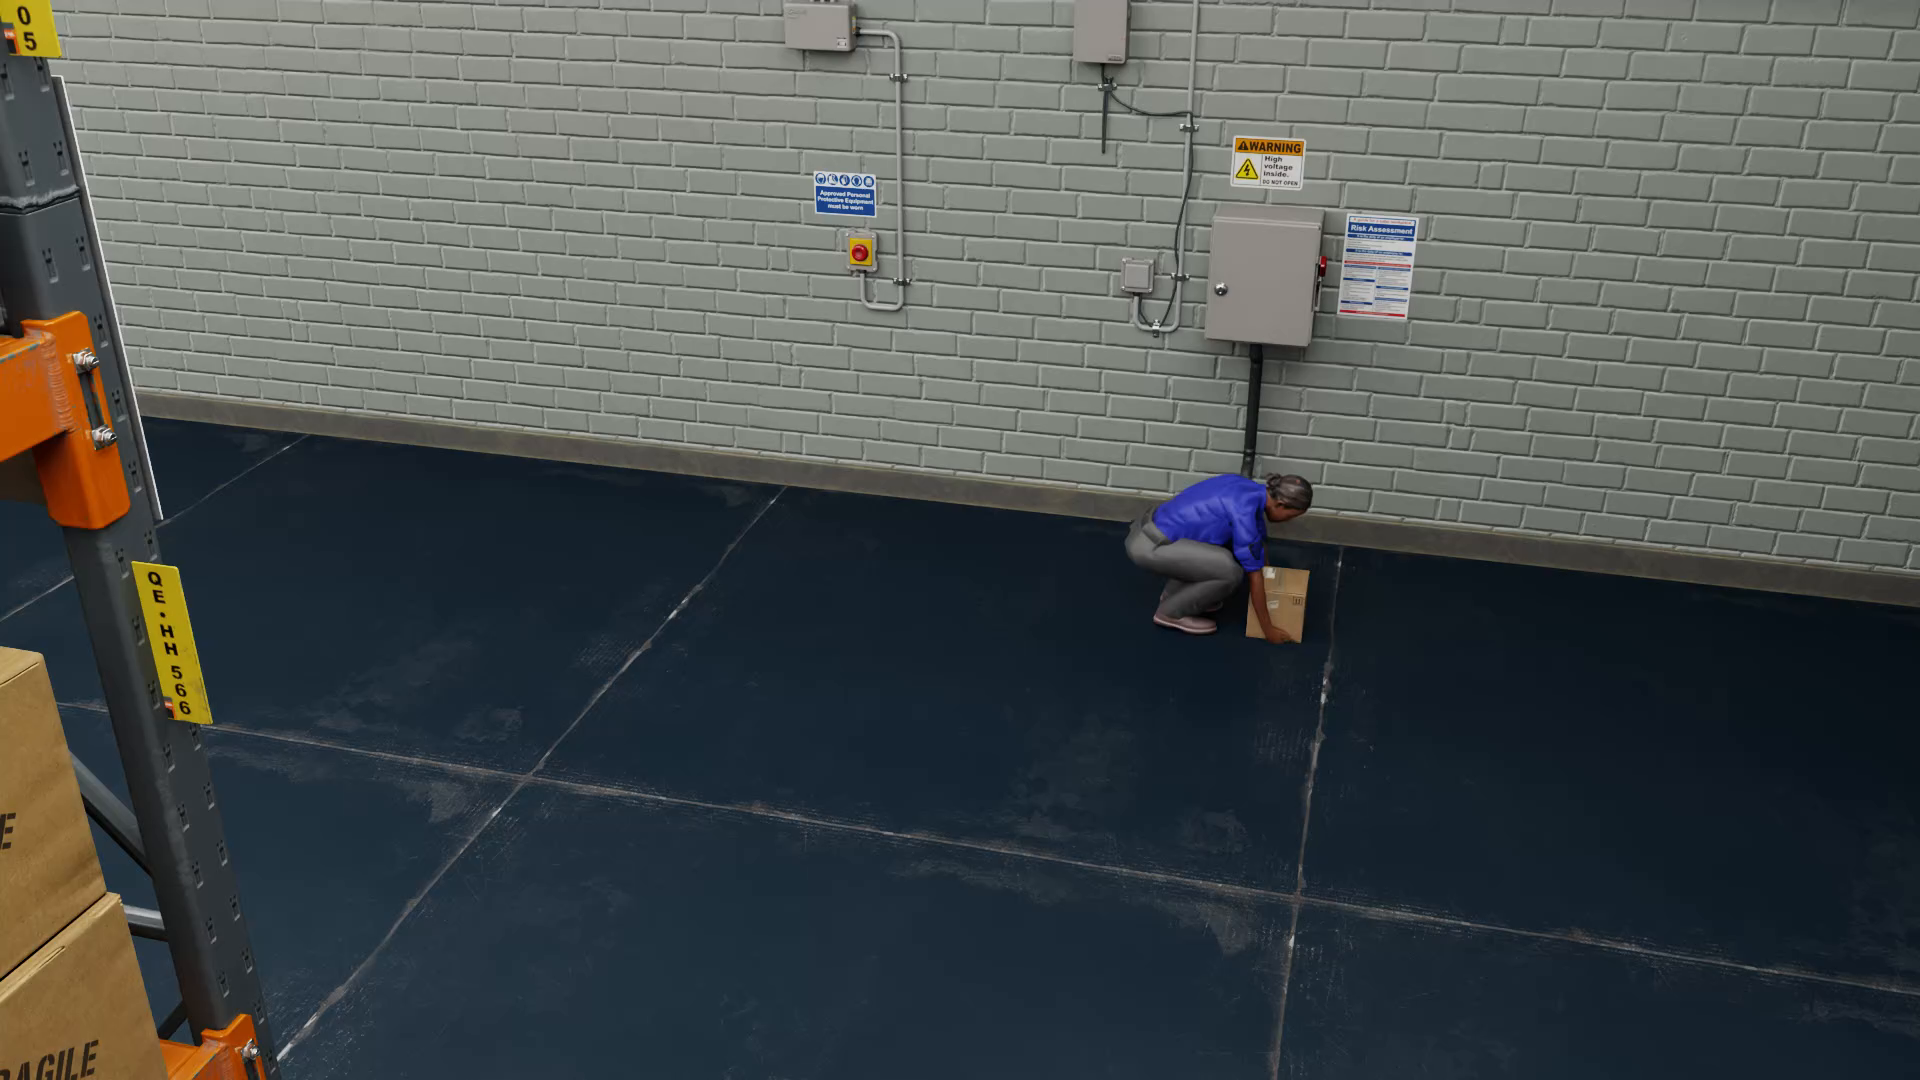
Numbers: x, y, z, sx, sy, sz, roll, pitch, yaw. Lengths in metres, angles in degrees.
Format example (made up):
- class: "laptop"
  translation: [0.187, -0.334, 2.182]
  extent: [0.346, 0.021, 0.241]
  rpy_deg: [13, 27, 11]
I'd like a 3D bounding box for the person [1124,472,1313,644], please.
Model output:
- class: "person"
  translation: [1.169, 0.062, 7.622]
  extent: [0.819, 0.817, 0.453]
  rpy_deg: [6, 26, 12]
